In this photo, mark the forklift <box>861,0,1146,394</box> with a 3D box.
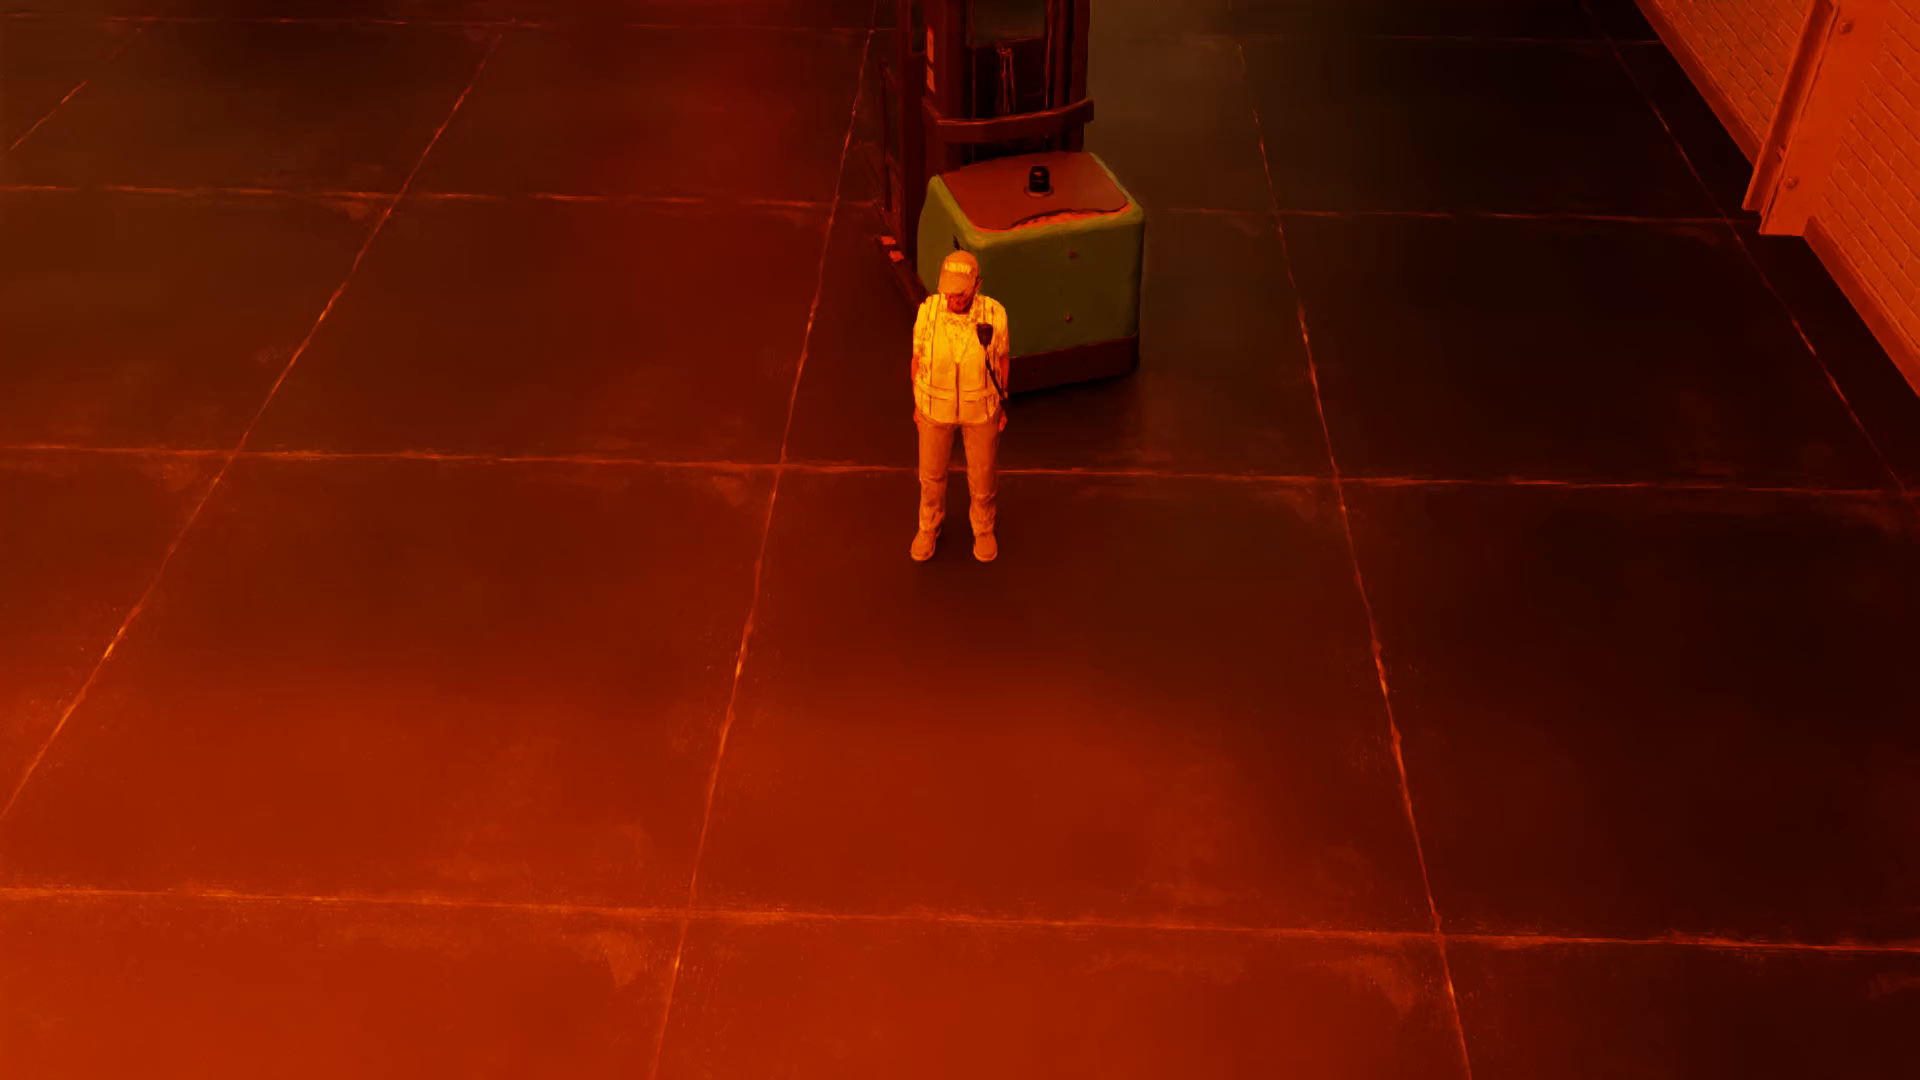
[{"bbox_3d":[0.095,-2.875,9.722,1.130,2.935,3.031,-11,41,-14],"label":"forklift"}]

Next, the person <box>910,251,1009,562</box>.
[{"bbox_3d":[-0.007,-0.632,7.982,0.482,1.669,0.390,1,39,2],"label":"person"}]
